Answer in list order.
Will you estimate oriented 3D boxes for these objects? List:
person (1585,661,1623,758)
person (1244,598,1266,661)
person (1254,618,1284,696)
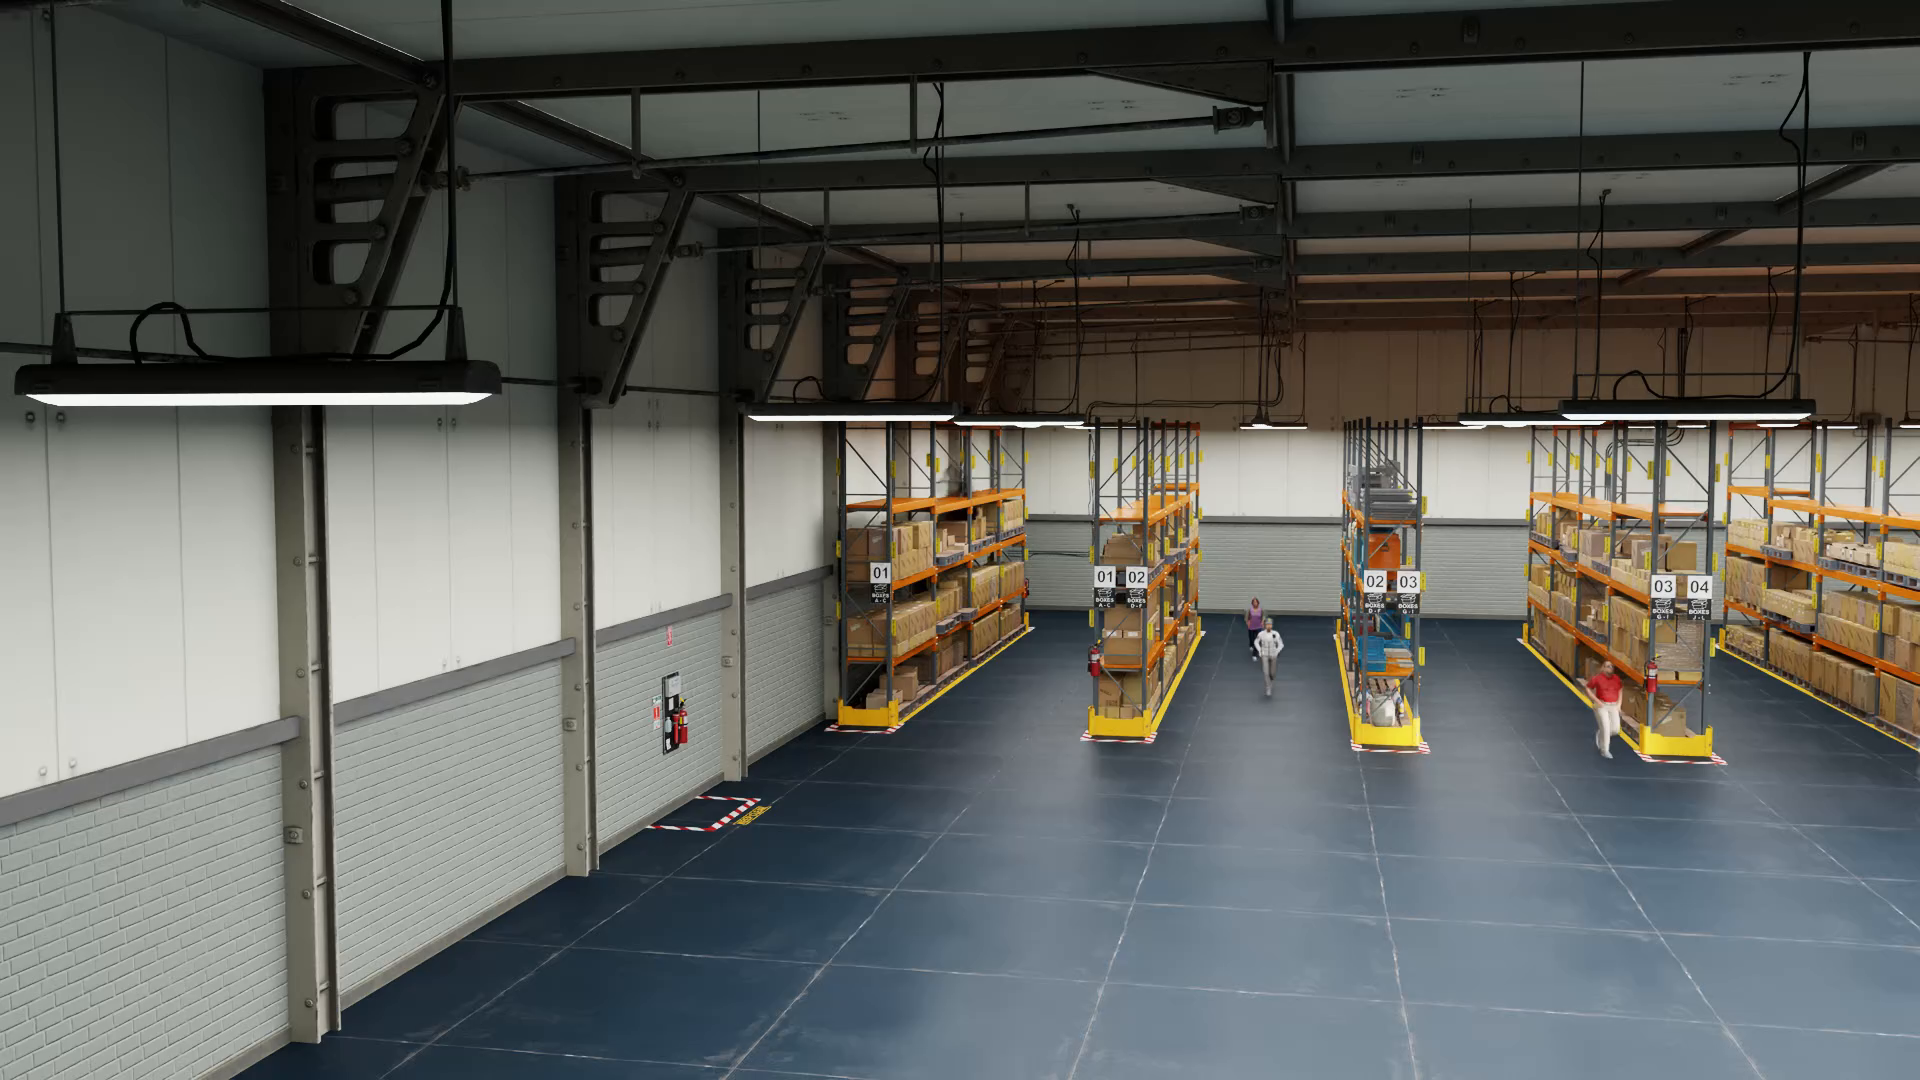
[{"bbox_3d":[11.434,2.988,29.474,0.707,1.710,0.647,-1,4,-9],"label":"person"},{"bbox_3d":[7.425,2.244,41.856,0.544,1.581,0.654,0,4,4],"label":"person"},{"bbox_3d":[6.743,2.532,36.320,0.635,1.663,0.760,1,4,8],"label":"person"}]
